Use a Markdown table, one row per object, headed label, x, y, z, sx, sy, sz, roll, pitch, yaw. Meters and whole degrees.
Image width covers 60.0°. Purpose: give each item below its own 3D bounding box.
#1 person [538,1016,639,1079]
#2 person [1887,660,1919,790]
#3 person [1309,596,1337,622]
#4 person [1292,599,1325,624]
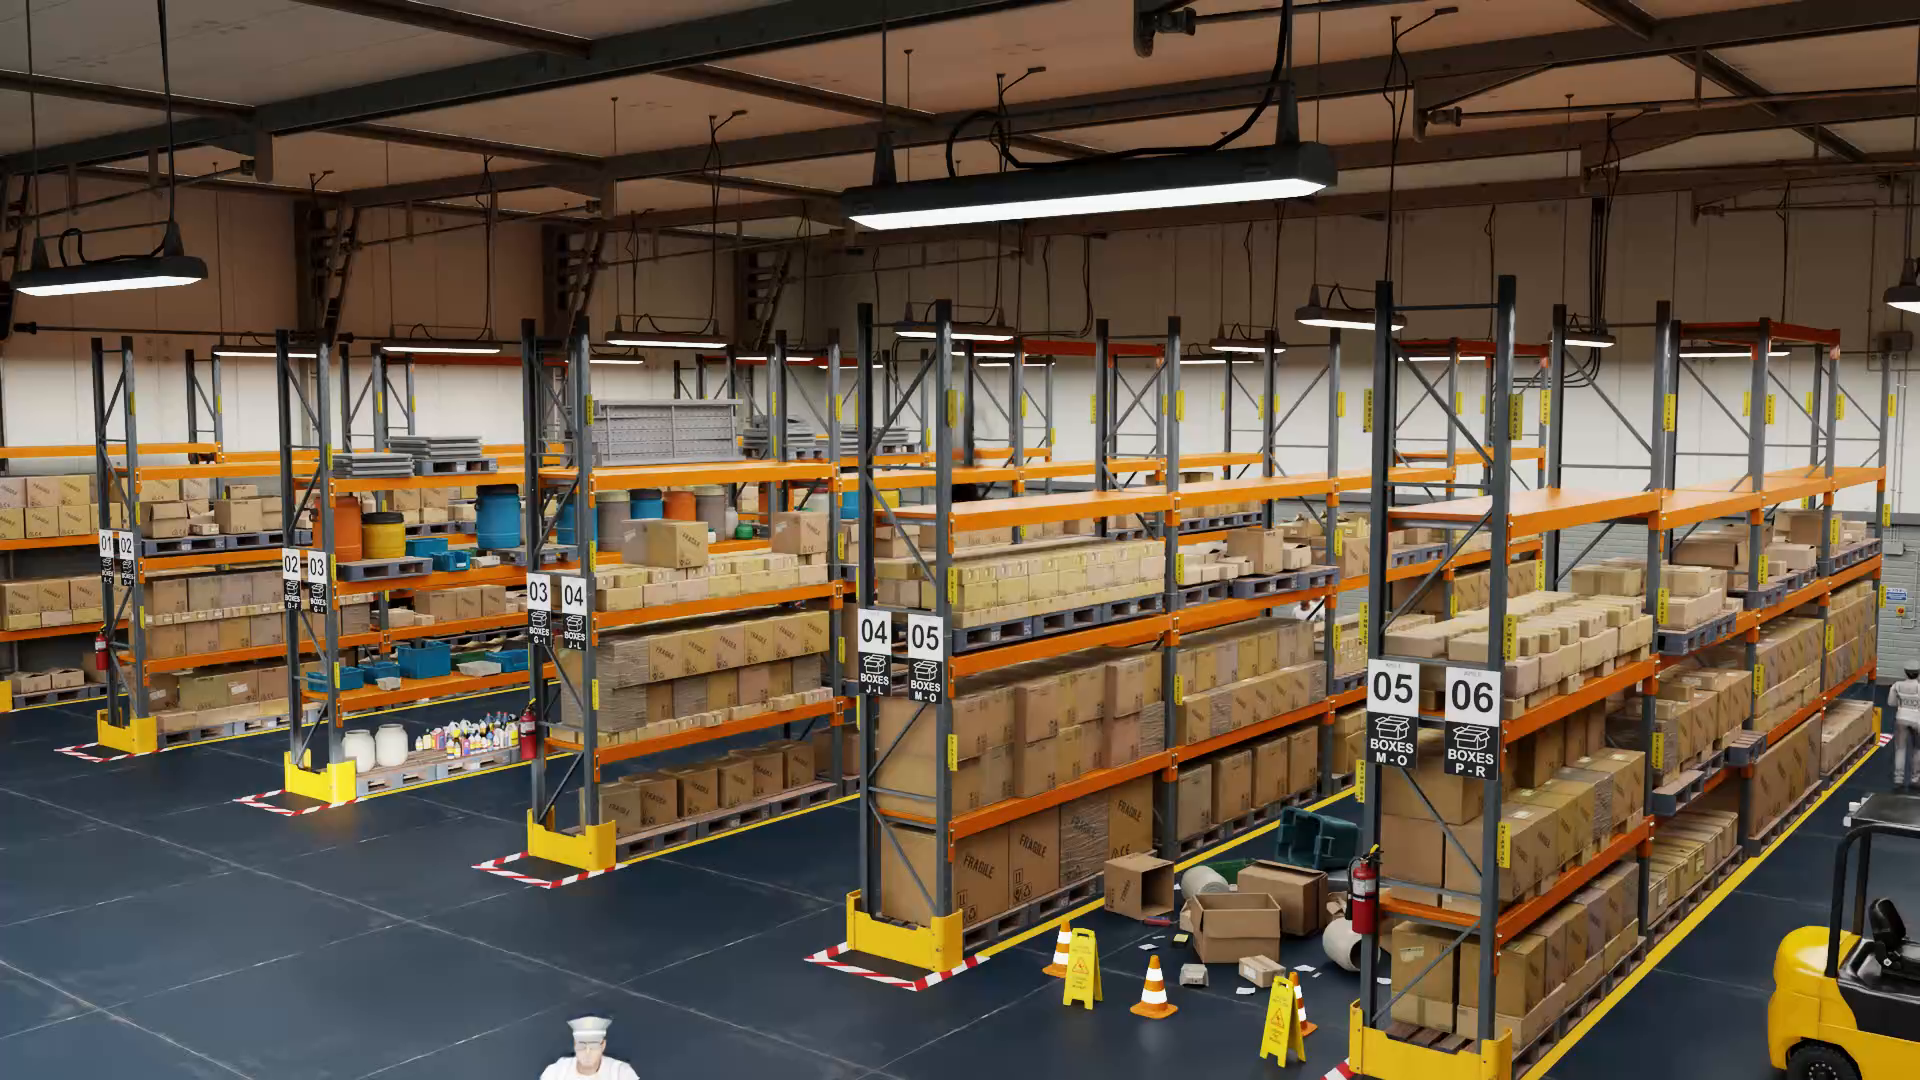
| label | x | y | z | sx | sy | sz | roll | pitch | yaw |
| --- | --- | --- | --- | --- | --- | --- | --- | --- | --- |
| person | -2.056 | 3.489 | 9.203 | 0.640 | 1.791 | 0.909 | -1 | 5 | -7 |
| person | 12.349 | 2.432 | 21.630 | 0.580 | 1.739 | 0.849 | 4 | 6 | 36 |
| person | 6.493 | 1.658 | 30.093 | 0.718 | 1.771 | 0.906 | 0 | 5 | 5 |
| person | 6.127 | 1.762 | 29.187 | 0.701 | 1.782 | 0.776 | 2 | 5 | 22 |
